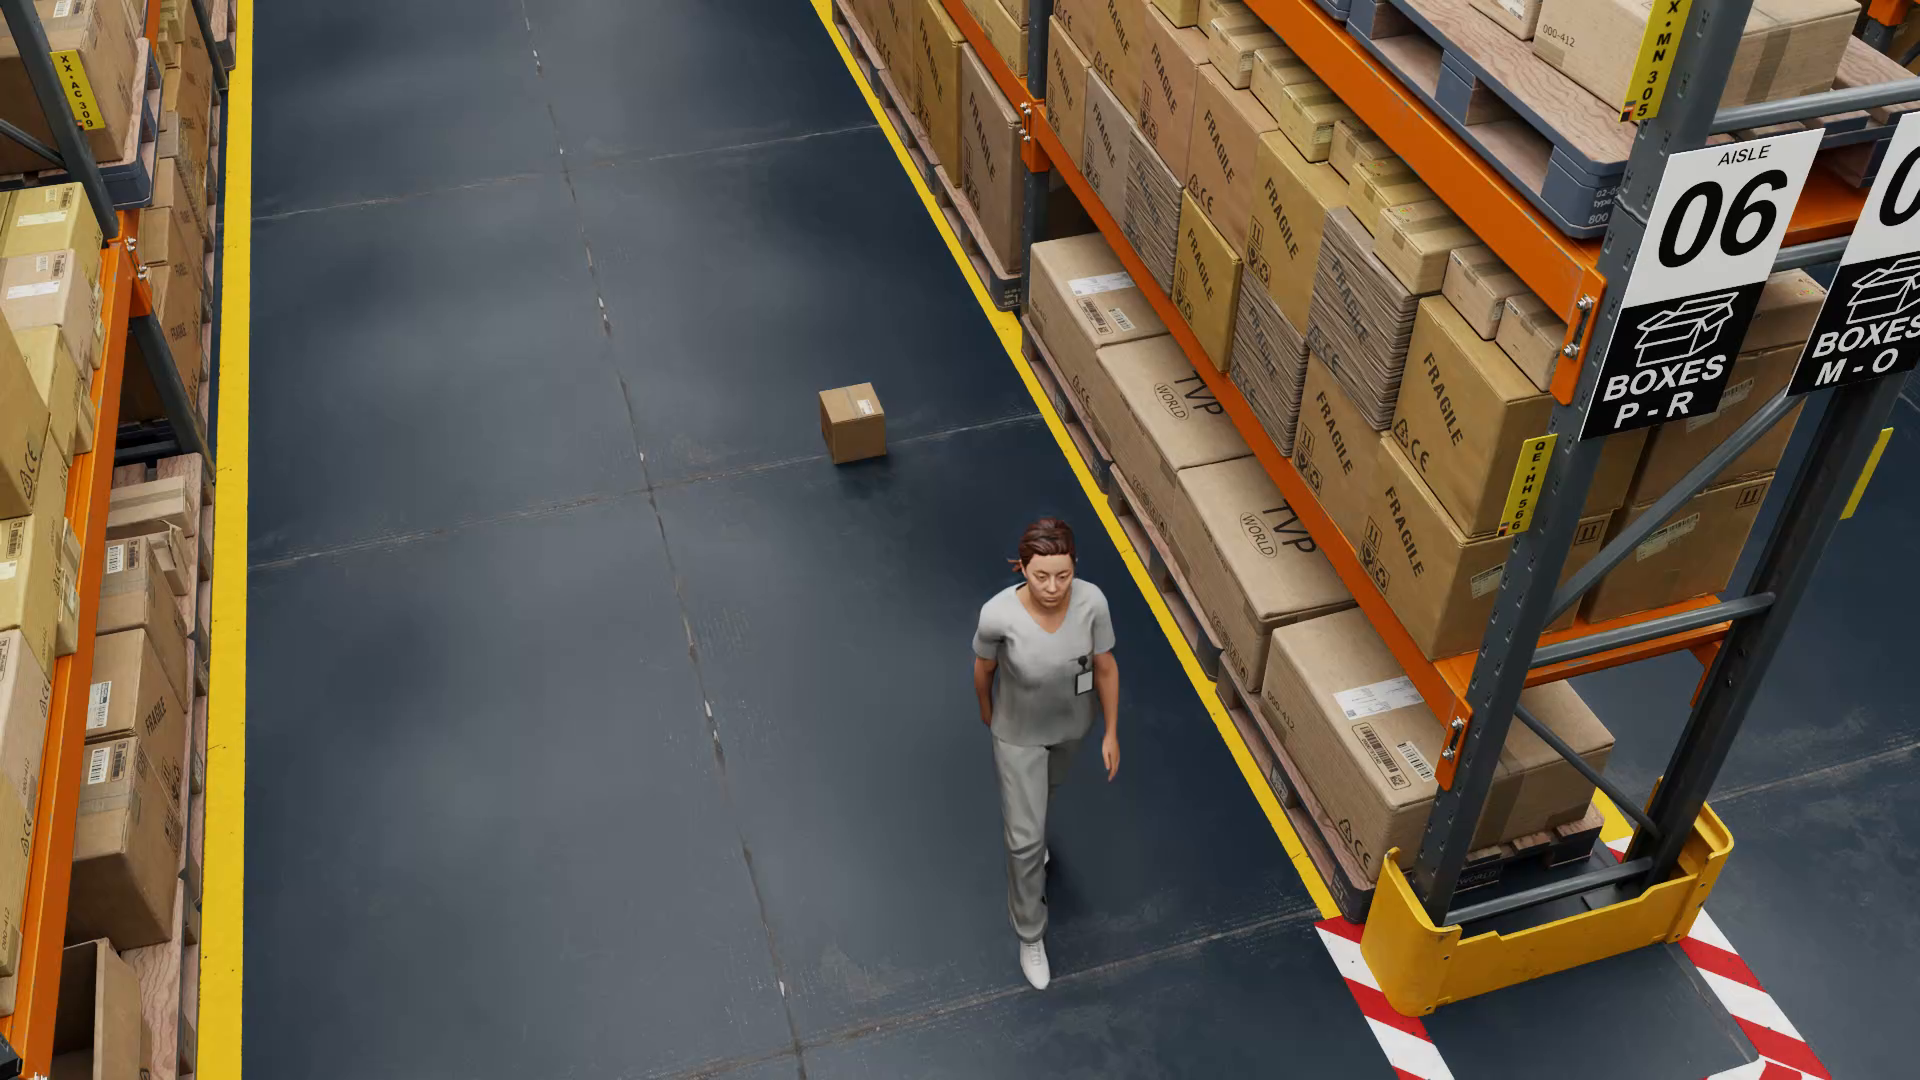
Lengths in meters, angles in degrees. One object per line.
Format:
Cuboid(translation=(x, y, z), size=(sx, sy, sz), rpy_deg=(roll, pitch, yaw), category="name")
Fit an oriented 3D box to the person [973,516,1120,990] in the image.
Cuboid(translation=(0.302, 0.664, 5.451), size=(0.446, 1.695, 0.756), rpy_deg=(-12, 44, -13), category="person")
